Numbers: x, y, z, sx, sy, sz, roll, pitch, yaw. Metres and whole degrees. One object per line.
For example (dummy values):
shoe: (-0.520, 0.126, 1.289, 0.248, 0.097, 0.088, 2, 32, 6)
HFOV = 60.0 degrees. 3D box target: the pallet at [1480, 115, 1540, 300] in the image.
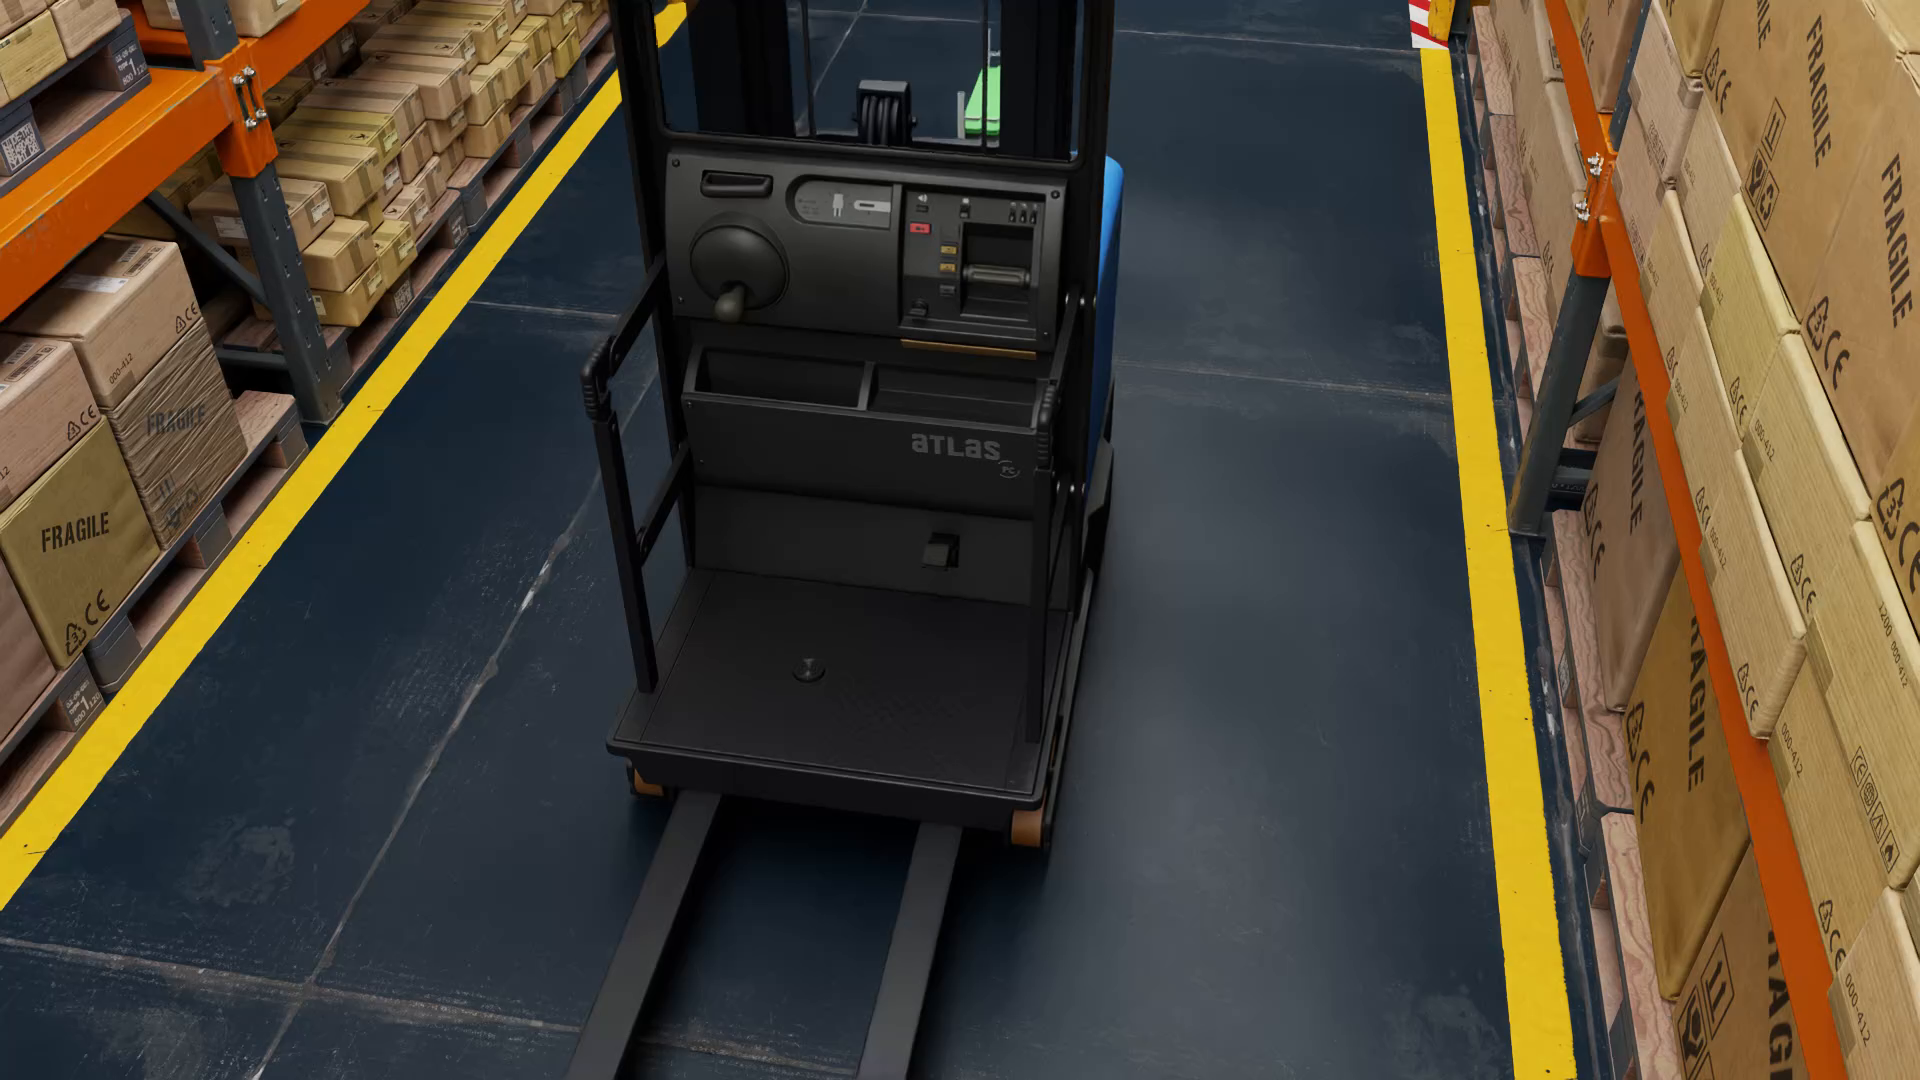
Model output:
pallet: (2.658, -1.315, 6.675, 1.003, 0.211, 1.213, 6, 40, 8)

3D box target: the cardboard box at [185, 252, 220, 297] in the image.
cardboard box: (-2.920, -0.983, 5.992, 0.380, 0.149, 0.250, 7, 40, 8)

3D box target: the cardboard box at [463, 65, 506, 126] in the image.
cardboard box: (-2.086, -1.822, 6.774, 0.380, 0.149, 0.250, 6, 40, 7)

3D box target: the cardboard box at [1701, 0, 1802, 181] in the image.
cardboard box: (1.821, -1.011, 3.255, 0.500, 0.500, 0.500, 6, 40, 7)

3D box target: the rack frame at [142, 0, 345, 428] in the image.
rack frame: (-2.652, -1.636, 4.875, 1.000, 3.000, 0.127, 6, 40, 8)

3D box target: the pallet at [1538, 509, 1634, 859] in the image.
pallet: (2.182, 0.414, 4.584, 1.003, 0.211, 1.213, 6, 40, 8)

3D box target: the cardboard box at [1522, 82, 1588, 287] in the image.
cardboard box: (2.610, -1.272, 6.116, 0.875, 0.438, 0.875, 5, 40, 6)

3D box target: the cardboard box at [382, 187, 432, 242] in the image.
cardboard box: (-2.235, -1.221, 6.280, 0.380, 0.149, 0.250, 6, 40, 7)

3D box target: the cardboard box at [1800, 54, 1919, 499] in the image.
cardboard box: (1.648, -0.371, 2.481, 0.500, 0.500, 0.500, 6, 40, 7)

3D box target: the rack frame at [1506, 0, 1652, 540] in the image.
rack frame: (2.241, -1.153, 4.291, 1.000, 3.000, 0.127, 6, 40, 8)

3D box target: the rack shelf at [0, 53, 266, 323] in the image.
rack shelf: (-2.998, -0.103, 3.586, 1.077, 0.370, 4.000, 6, 40, 8)

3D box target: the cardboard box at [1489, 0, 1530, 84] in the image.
cardboard box: (2.917, -2.413, 7.496, 0.875, 0.438, 0.875, 5, 40, 6)

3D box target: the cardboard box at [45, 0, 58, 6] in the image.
cardboard box: (-2.526, -1.544, 4.398, 0.380, 0.149, 0.250, 8, 40, 9)

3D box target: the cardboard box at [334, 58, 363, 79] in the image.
cardboard box: (-2.616, -1.862, 6.823, 0.380, 0.149, 0.250, 5, 40, 6)

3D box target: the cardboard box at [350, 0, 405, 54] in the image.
cardboard box: (-2.542, -2.151, 6.938, 0.380, 0.149, 0.250, 6, 40, 8)

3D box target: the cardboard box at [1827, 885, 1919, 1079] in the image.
cardboard box: (1.454, 0.746, 2.111, 0.500, 0.250, 0.500, 7, 40, 8)

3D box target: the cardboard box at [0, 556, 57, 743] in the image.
cardboard box: (-2.714, 0.301, 4.164, 0.500, 0.500, 0.500, 6, 40, 7)

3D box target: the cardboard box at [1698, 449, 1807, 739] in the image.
cardboard box: (1.617, 0.109, 2.882, 0.500, 0.250, 0.500, 6, 40, 7)

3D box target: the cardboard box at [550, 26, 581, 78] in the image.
cardboard box: (-1.933, -2.204, 7.469, 0.380, 0.149, 0.250, 5, 40, 6)

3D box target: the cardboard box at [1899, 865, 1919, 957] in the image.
cardboard box: (1.467, 0.568, 1.935, 0.500, 0.250, 0.500, 5, 40, 7)

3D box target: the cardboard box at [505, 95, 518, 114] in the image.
cardboard box: (-2.118, -1.884, 7.082, 0.380, 0.149, 0.250, 7, 40, 9)

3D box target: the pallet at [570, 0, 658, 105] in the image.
pallet: (-2.148, -2.518, 8.130, 1.003, 0.211, 1.213, 6, 40, 8)

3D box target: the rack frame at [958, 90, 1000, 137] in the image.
rack frame: (0.114, -0.872, 5.363, 0.240, 1.200, 0.015, 6, 40, 8)

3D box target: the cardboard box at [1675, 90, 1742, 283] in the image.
cardboard box: (1.825, -0.713, 3.484, 0.500, 0.250, 0.500, 7, 40, 8)

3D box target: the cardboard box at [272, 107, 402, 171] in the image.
cardboard box: (-2.287, -1.452, 6.093, 0.380, 0.149, 0.250, 6, 40, 7)

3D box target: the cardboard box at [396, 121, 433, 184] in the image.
cardboard box: (-2.262, -1.501, 6.385, 0.380, 0.149, 0.250, 4, 40, 5)

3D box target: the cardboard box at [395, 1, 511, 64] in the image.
cardboard box: (-2.093, -2.100, 6.876, 0.380, 0.149, 0.250, 7, 40, 8)

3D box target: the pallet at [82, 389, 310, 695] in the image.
pallet: (-2.785, -0.072, 5.172, 1.003, 0.211, 1.213, 6, 40, 8)

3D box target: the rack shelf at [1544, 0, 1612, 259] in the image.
rack shelf: (2.587, -2.131, 6.038, 1.077, 0.370, 4.000, 6, 40, 8)

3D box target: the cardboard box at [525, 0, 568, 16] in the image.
cardboard box: (-1.920, -2.420, 7.264, 0.380, 0.149, 0.250, 8, 40, 9)

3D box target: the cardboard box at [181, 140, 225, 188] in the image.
cardboard box: (-2.842, -1.345, 5.964, 0.380, 0.149, 0.250, 7, 40, 8)

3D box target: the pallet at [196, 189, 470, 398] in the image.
pallet: (-2.570, -0.987, 6.278, 1.003, 0.211, 1.213, 6, 40, 8)

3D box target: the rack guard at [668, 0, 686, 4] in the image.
rack guard: (-1.973, -3.135, 8.650, 1.175, 0.500, 0.348, 6, 40, 8)

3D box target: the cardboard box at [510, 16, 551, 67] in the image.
cardboard box: (-1.998, -2.150, 7.170, 0.380, 0.149, 0.250, 8, 40, 10)

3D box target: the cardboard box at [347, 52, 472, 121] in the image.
cardboard box: (-2.140, -1.769, 6.476, 0.380, 0.149, 0.250, 7, 40, 9)

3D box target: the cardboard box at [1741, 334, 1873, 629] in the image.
cardboard box: (1.626, -0.082, 2.720, 0.500, 0.250, 0.500, 5, 40, 6)

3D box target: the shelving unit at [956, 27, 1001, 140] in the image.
shelving unit: (0.156, -1.025, 5.549, 0.258, 1.200, 0.503, 6, 40, 8)

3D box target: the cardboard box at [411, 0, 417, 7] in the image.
cardboard box: (-2.503, -2.479, 7.335, 0.380, 0.149, 0.250, 8, 40, 9)

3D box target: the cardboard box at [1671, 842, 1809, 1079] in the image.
cardboard box: (1.909, 1.030, 2.988, 0.875, 0.875, 0.875, 7, 40, 8)

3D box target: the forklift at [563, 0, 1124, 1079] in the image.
forklift: (-0.260, -0.592, 3.665, 1.130, 2.935, 3.031, 6, 40, 8)

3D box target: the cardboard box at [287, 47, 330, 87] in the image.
cardboard box: (-2.728, -1.836, 6.558, 0.380, 0.149, 0.250, 5, 40, 6)

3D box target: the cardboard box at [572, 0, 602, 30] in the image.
cardboard box: (-1.921, -2.527, 7.860, 0.380, 0.149, 0.250, 6, 40, 7)

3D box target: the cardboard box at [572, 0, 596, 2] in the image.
cardboard box: (-1.858, -2.635, 7.757, 0.380, 0.149, 0.250, 5, 40, 6)

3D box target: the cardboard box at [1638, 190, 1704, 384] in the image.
cardboard box: (1.817, -0.524, 3.647, 0.500, 0.250, 0.500, 5, 40, 7)

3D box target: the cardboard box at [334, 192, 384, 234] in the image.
cardboard box: (-2.319, -1.175, 5.991, 0.380, 0.149, 0.250, 7, 40, 8)

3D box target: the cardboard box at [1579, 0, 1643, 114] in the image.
cardboard box: (2.069, -1.511, 4.645, 0.500, 0.500, 0.500, 7, 40, 8)

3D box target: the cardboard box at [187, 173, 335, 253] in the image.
cardboard box: (-2.388, -1.122, 5.693, 0.380, 0.149, 0.250, 8, 40, 9)

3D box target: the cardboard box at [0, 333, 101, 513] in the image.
cardboard box: (-2.634, -0.307, 4.311, 0.500, 0.250, 0.500, 8, 40, 10)

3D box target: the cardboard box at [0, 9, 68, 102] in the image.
cardboard box: (-2.570, -1.267, 4.296, 0.380, 0.149, 0.250, 7, 40, 8)

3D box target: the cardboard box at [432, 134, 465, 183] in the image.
cardboard box: (-2.228, -1.558, 6.688, 0.380, 0.149, 0.250, 5, 40, 6)

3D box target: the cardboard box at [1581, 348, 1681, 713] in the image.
cardboard box: (2.212, -0.099, 4.353, 0.875, 0.875, 0.875, 8, 40, 9)

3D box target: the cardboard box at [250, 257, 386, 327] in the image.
cardboard box: (-2.272, -0.892, 5.883, 0.380, 0.149, 0.250, 5, 40, 6)

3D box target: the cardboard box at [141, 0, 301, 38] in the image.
cardboard box: (-2.281, -1.681, 5.126, 0.380, 0.149, 0.250, 8, 40, 9)

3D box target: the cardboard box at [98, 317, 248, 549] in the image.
cardboard box: (-2.532, -0.342, 4.942, 0.500, 0.500, 0.500, 6, 40, 7)
